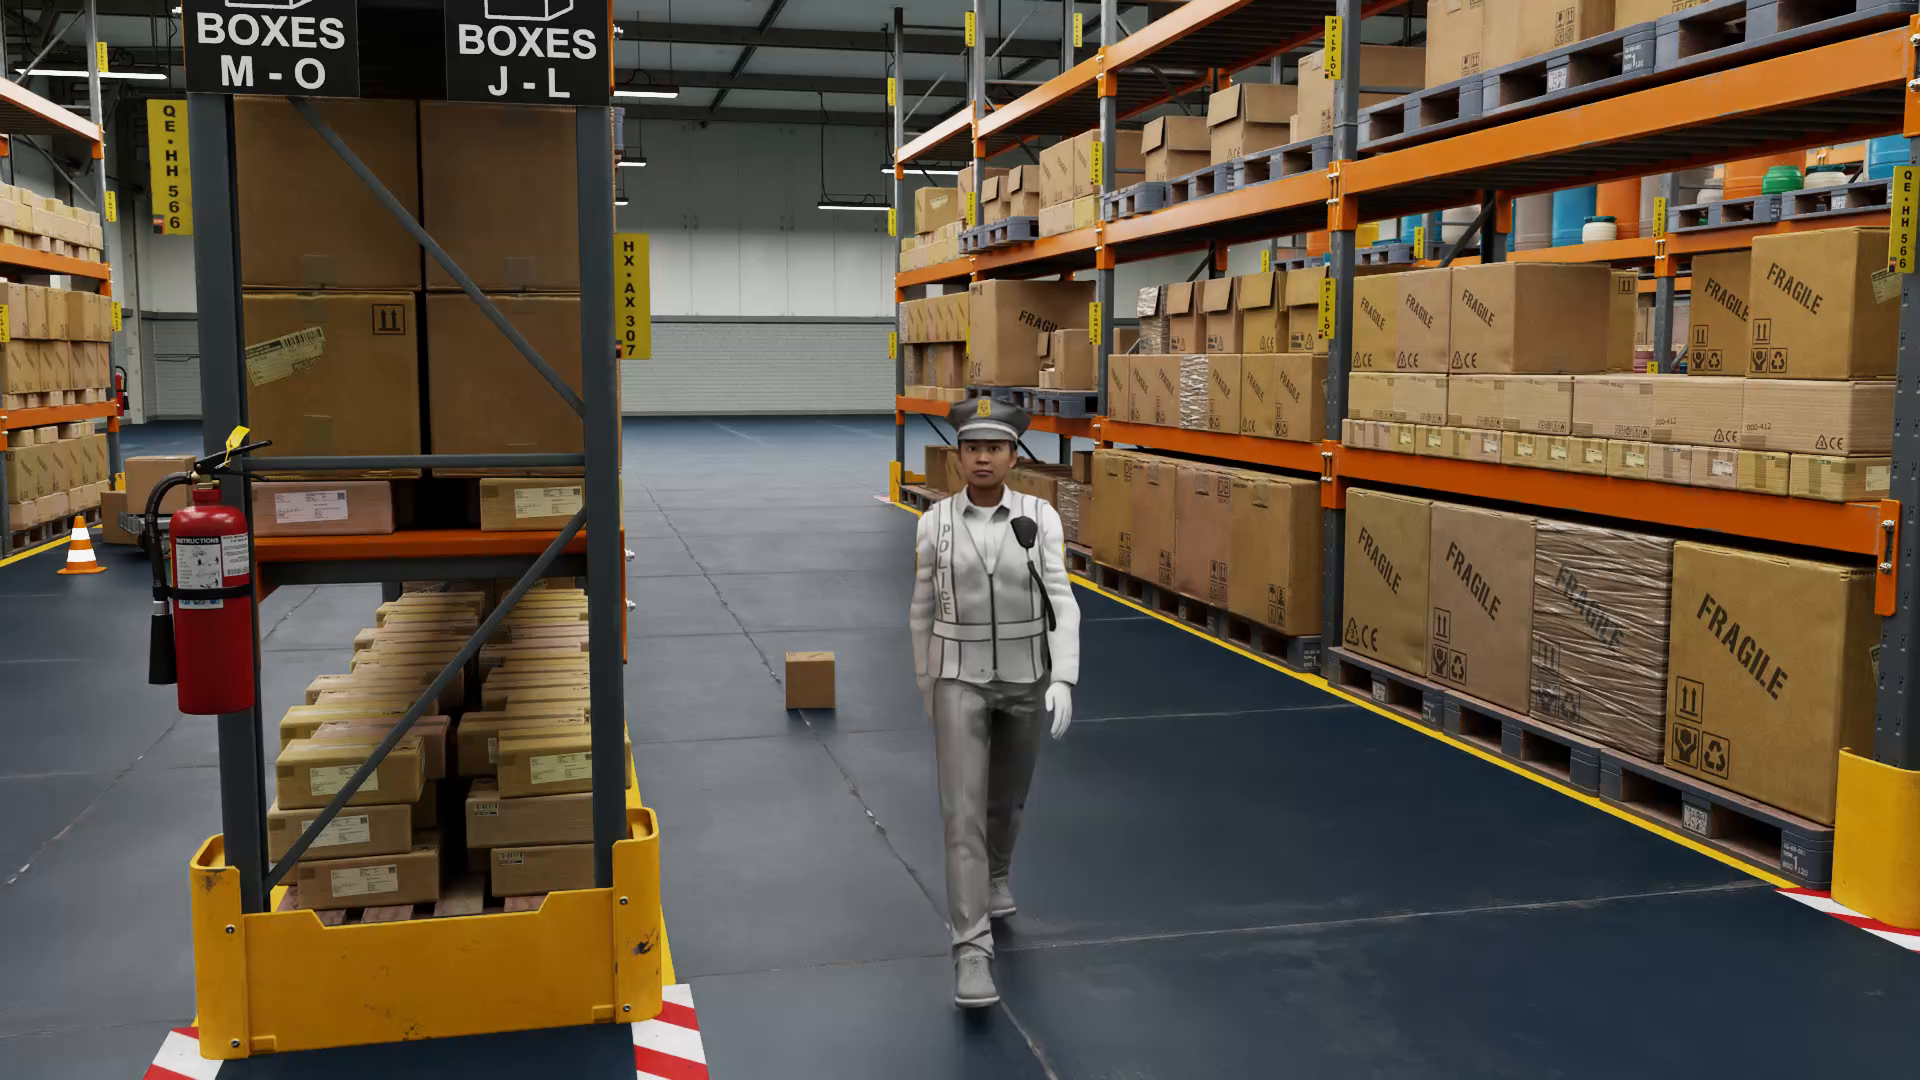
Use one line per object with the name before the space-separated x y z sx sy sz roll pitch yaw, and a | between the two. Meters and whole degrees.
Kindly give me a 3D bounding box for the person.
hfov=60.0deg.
person | 0.103 0.404 4.781 0.483 1.634 0.996 -1 6 -5
